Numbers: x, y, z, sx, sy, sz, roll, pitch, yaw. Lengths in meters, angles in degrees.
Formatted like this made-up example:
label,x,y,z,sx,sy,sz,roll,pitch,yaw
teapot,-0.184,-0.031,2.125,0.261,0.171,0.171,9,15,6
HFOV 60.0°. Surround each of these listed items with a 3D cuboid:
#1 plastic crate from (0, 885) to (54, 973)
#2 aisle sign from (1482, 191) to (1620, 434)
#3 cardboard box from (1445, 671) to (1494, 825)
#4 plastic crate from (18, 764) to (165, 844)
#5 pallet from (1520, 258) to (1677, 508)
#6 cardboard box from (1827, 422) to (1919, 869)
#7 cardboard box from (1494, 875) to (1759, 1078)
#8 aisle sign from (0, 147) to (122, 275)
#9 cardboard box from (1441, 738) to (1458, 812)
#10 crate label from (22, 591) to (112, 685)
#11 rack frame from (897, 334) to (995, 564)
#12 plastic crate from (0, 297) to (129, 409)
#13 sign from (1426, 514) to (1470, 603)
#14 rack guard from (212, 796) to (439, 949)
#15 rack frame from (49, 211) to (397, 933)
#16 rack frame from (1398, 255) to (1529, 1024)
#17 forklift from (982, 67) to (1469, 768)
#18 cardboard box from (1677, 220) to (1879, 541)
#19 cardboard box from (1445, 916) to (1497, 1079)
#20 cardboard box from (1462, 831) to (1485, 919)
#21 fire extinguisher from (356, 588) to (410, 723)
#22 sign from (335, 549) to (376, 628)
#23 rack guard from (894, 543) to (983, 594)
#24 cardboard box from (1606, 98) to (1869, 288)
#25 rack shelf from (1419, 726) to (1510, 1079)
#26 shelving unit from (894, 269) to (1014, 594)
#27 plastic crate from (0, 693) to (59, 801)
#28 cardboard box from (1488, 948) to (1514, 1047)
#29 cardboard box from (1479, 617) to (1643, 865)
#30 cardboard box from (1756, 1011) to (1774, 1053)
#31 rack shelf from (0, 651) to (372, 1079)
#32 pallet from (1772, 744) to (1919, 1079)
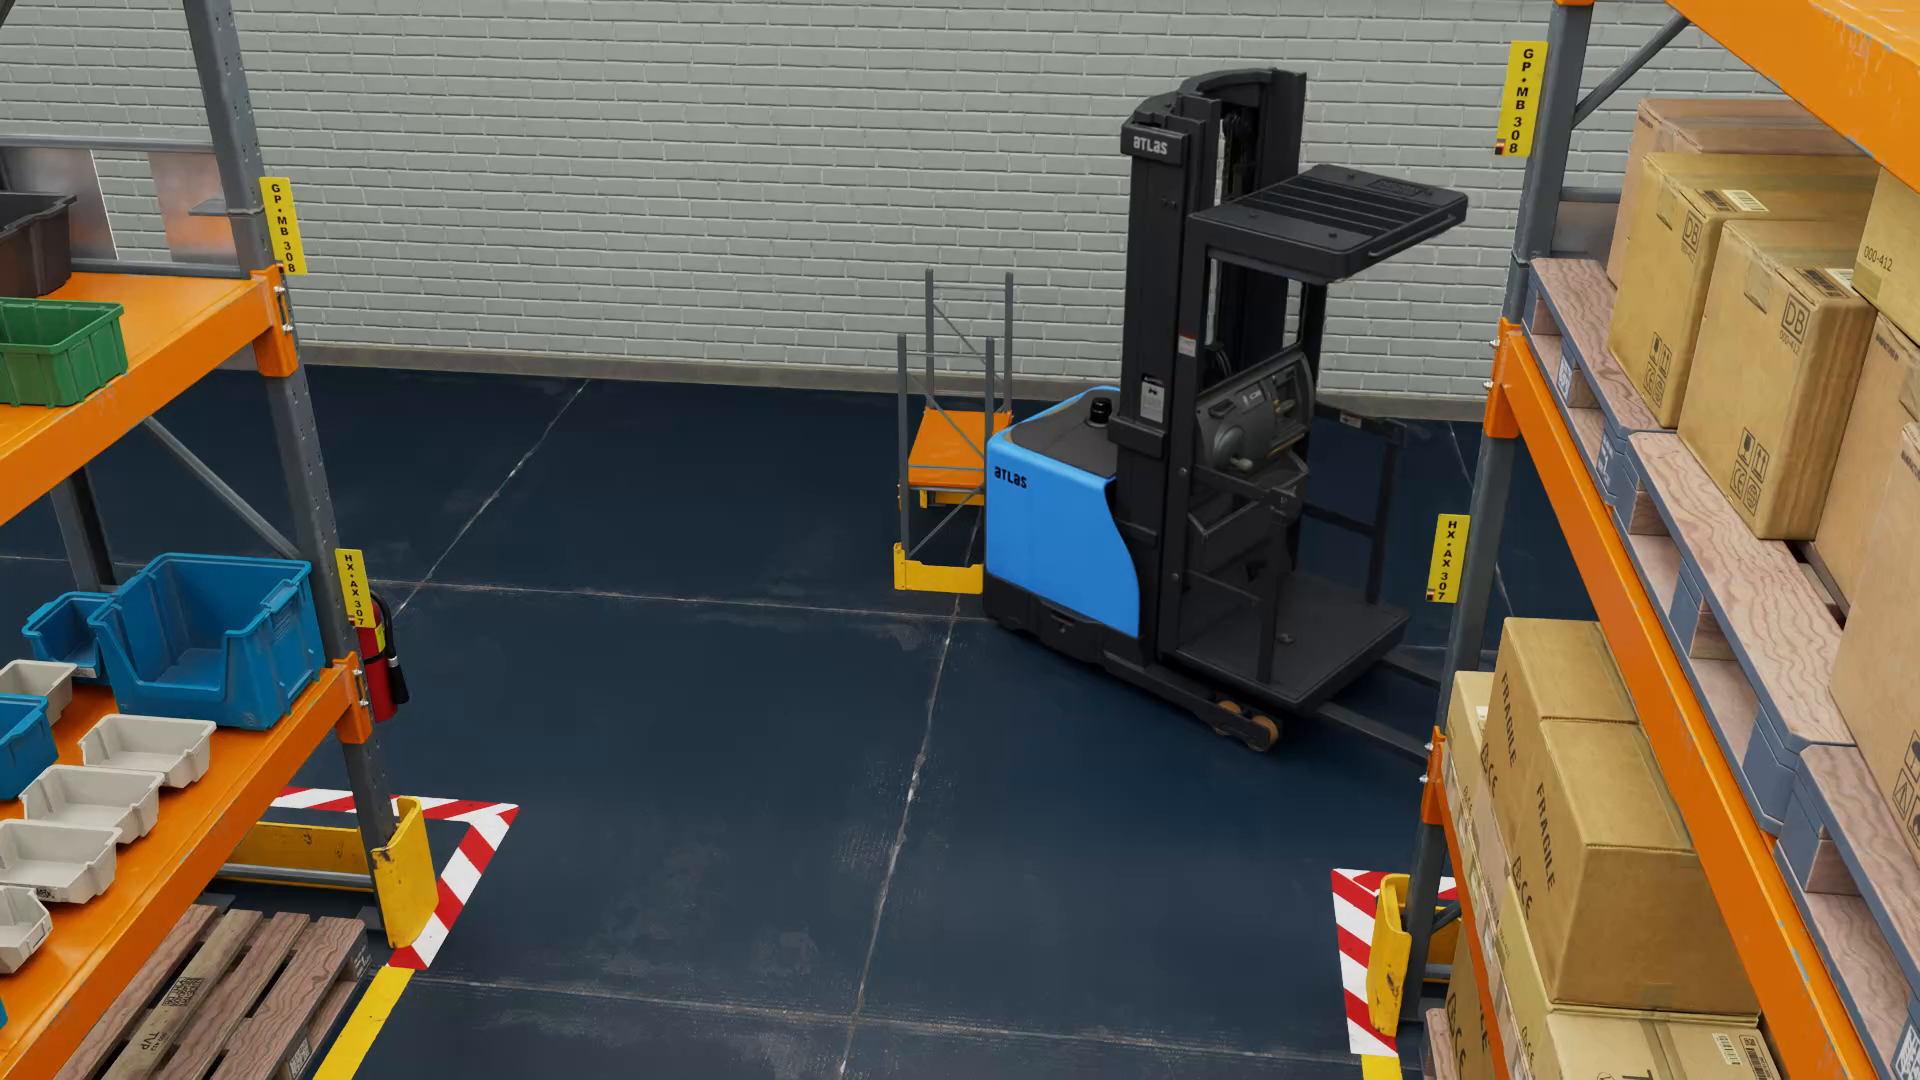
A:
label,x,y,z,sx,sy,sz,roll,pitch,yaw
plastic crate,-2.758,1.118,4.726,0.298,0.136,0.250,3,28,6
aisle sign,1.867,-0.682,5.113,0.394,0.787,0.004,3,28,6
cardboard box,1.829,0.659,5.209,0.500,0.250,0.500,3,28,5
plastic crate,-2.730,0.845,5.233,0.396,0.136,0.243,3,28,6
pallet,2.075,-0.418,4.294,1.003,0.211,1.213,3,28,6
cardboard box,1.772,0.178,2.440,0.700,0.500,0.500,5,29,9
cardboard box,1.707,1.140,4.315,0.500,0.250,0.500,2,28,4
aisle sign,-3.046,-0.970,5.647,0.394,0.787,0.004,3,28,6
cardboard box,1.785,0.772,5.419,0.380,0.149,0.250,4,29,7
crate label,-3.117,0.370,6.014,0.416,0.233,0.303,3,28,6
rack frame,-0.073,-0.381,8.876,0.500,1.500,0.032,3,28,6
plastic crate,-2.597,-0.521,4.614,0.450,0.188,0.336,3,28,6
sign,1.606,0.063,5.475,0.100,0.325,0.005,3,28,6
rack guard,-2.770,1.314,6.783,1.175,0.500,0.348,3,28,6
rack frame,-2.760,0.226,6.168,1.000,3.000,0.127,3,28,6
rack frame,2.156,0.514,5.634,1.000,3.000,0.127,3,28,6
forklift,1.551,-0.569,7.715,3.031,2.935,1.130,23,36,36
cardboard box,1.941,-0.328,3.380,0.700,0.500,0.500,1,28,3
cardboard box,2.157,1.570,5.470,0.875,0.875,0.875,3,28,6
cardboard box,1.724,1.014,4.971,0.380,0.149,0.250,3,28,5
fire extinguisher,-2.290,0.379,6.358,0.296,0.674,0.183,3,28,6
sign,-2.212,0.178,6.084,0.100,0.325,0.005,3,28,6
rack guard,-0.070,0.160,9.189,0.587,0.250,0.087,3,28,6
cardboard box,2.145,-0.832,4.315,0.700,0.500,0.500,2,28,3
rack shelf,1.911,1.772,4.057,1.077,0.370,4.000,3,28,6
shelving unit,-0.009,-0.624,9.328,0.587,1.500,1.083,3,28,6
plastic crate,-3.197,0.680,5.438,0.416,0.233,0.300,3,28,6
cardboard box,1.661,1.256,4.521,0.380,0.149,0.250,3,28,5
cardboard box,1.768,0.564,4.594,0.500,0.500,0.500,3,28,5
cardboard box,2.235,1.171,4.259,0.500,0.250,0.500,2,28,4
rack shelf,-3.005,1.484,4.591,1.077,0.370,4.000,3,28,6
pallet,1.776,0.731,2.162,1.003,0.211,1.213,3,28,6
